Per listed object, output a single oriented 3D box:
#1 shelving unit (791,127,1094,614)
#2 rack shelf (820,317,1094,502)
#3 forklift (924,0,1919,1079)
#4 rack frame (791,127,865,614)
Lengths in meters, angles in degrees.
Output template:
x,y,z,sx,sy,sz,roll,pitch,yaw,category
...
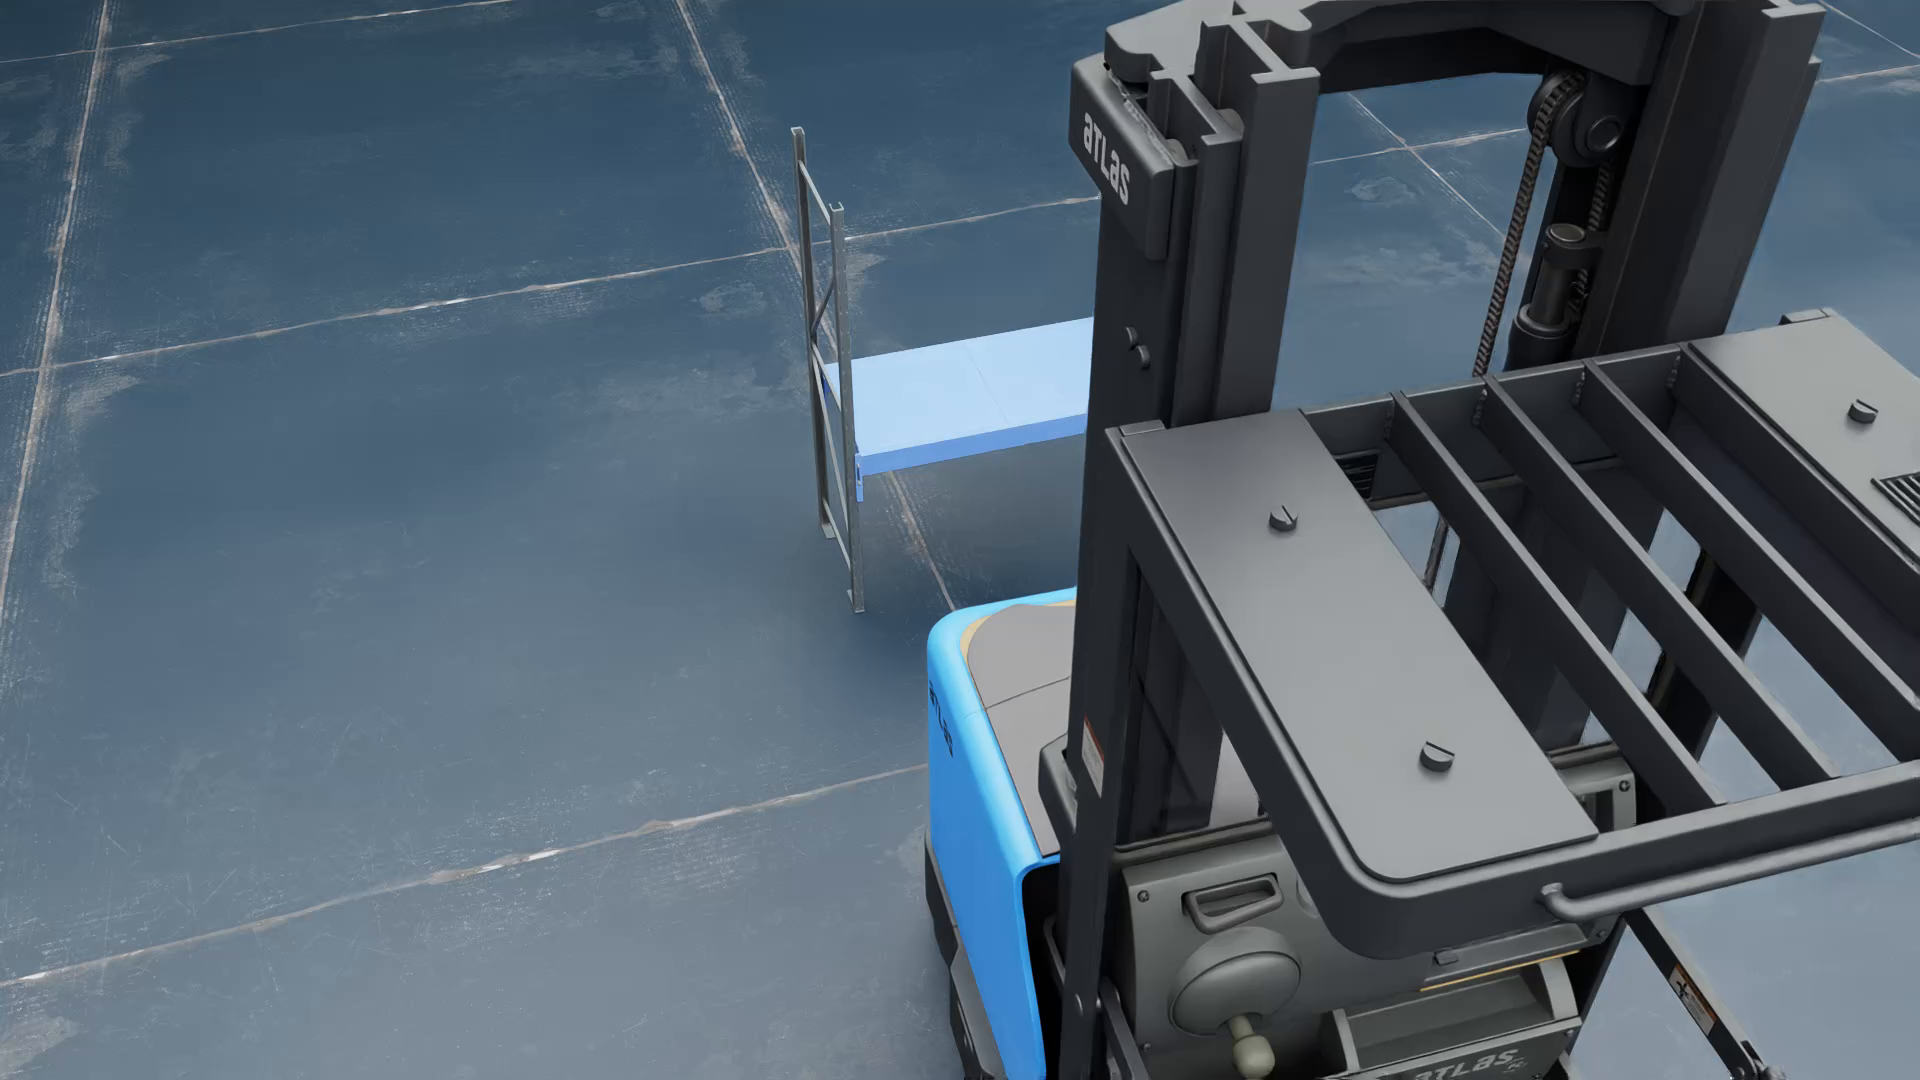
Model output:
x,y,z,sx,sy,sz,roll,pitch,yaw,category
0.081,-0.582,5.276,1.048,1.500,0.538,-12,42,-13,shelving unit
0.081,-0.446,5.394,1.000,0.185,0.538,-12,42,-13,rack shelf
0.787,0.731,2.686,1.130,2.935,3.031,-10,42,-11,forklift
-0.404,-0.481,5.161,0.032,1.500,0.500,-12,42,-13,rack frame
